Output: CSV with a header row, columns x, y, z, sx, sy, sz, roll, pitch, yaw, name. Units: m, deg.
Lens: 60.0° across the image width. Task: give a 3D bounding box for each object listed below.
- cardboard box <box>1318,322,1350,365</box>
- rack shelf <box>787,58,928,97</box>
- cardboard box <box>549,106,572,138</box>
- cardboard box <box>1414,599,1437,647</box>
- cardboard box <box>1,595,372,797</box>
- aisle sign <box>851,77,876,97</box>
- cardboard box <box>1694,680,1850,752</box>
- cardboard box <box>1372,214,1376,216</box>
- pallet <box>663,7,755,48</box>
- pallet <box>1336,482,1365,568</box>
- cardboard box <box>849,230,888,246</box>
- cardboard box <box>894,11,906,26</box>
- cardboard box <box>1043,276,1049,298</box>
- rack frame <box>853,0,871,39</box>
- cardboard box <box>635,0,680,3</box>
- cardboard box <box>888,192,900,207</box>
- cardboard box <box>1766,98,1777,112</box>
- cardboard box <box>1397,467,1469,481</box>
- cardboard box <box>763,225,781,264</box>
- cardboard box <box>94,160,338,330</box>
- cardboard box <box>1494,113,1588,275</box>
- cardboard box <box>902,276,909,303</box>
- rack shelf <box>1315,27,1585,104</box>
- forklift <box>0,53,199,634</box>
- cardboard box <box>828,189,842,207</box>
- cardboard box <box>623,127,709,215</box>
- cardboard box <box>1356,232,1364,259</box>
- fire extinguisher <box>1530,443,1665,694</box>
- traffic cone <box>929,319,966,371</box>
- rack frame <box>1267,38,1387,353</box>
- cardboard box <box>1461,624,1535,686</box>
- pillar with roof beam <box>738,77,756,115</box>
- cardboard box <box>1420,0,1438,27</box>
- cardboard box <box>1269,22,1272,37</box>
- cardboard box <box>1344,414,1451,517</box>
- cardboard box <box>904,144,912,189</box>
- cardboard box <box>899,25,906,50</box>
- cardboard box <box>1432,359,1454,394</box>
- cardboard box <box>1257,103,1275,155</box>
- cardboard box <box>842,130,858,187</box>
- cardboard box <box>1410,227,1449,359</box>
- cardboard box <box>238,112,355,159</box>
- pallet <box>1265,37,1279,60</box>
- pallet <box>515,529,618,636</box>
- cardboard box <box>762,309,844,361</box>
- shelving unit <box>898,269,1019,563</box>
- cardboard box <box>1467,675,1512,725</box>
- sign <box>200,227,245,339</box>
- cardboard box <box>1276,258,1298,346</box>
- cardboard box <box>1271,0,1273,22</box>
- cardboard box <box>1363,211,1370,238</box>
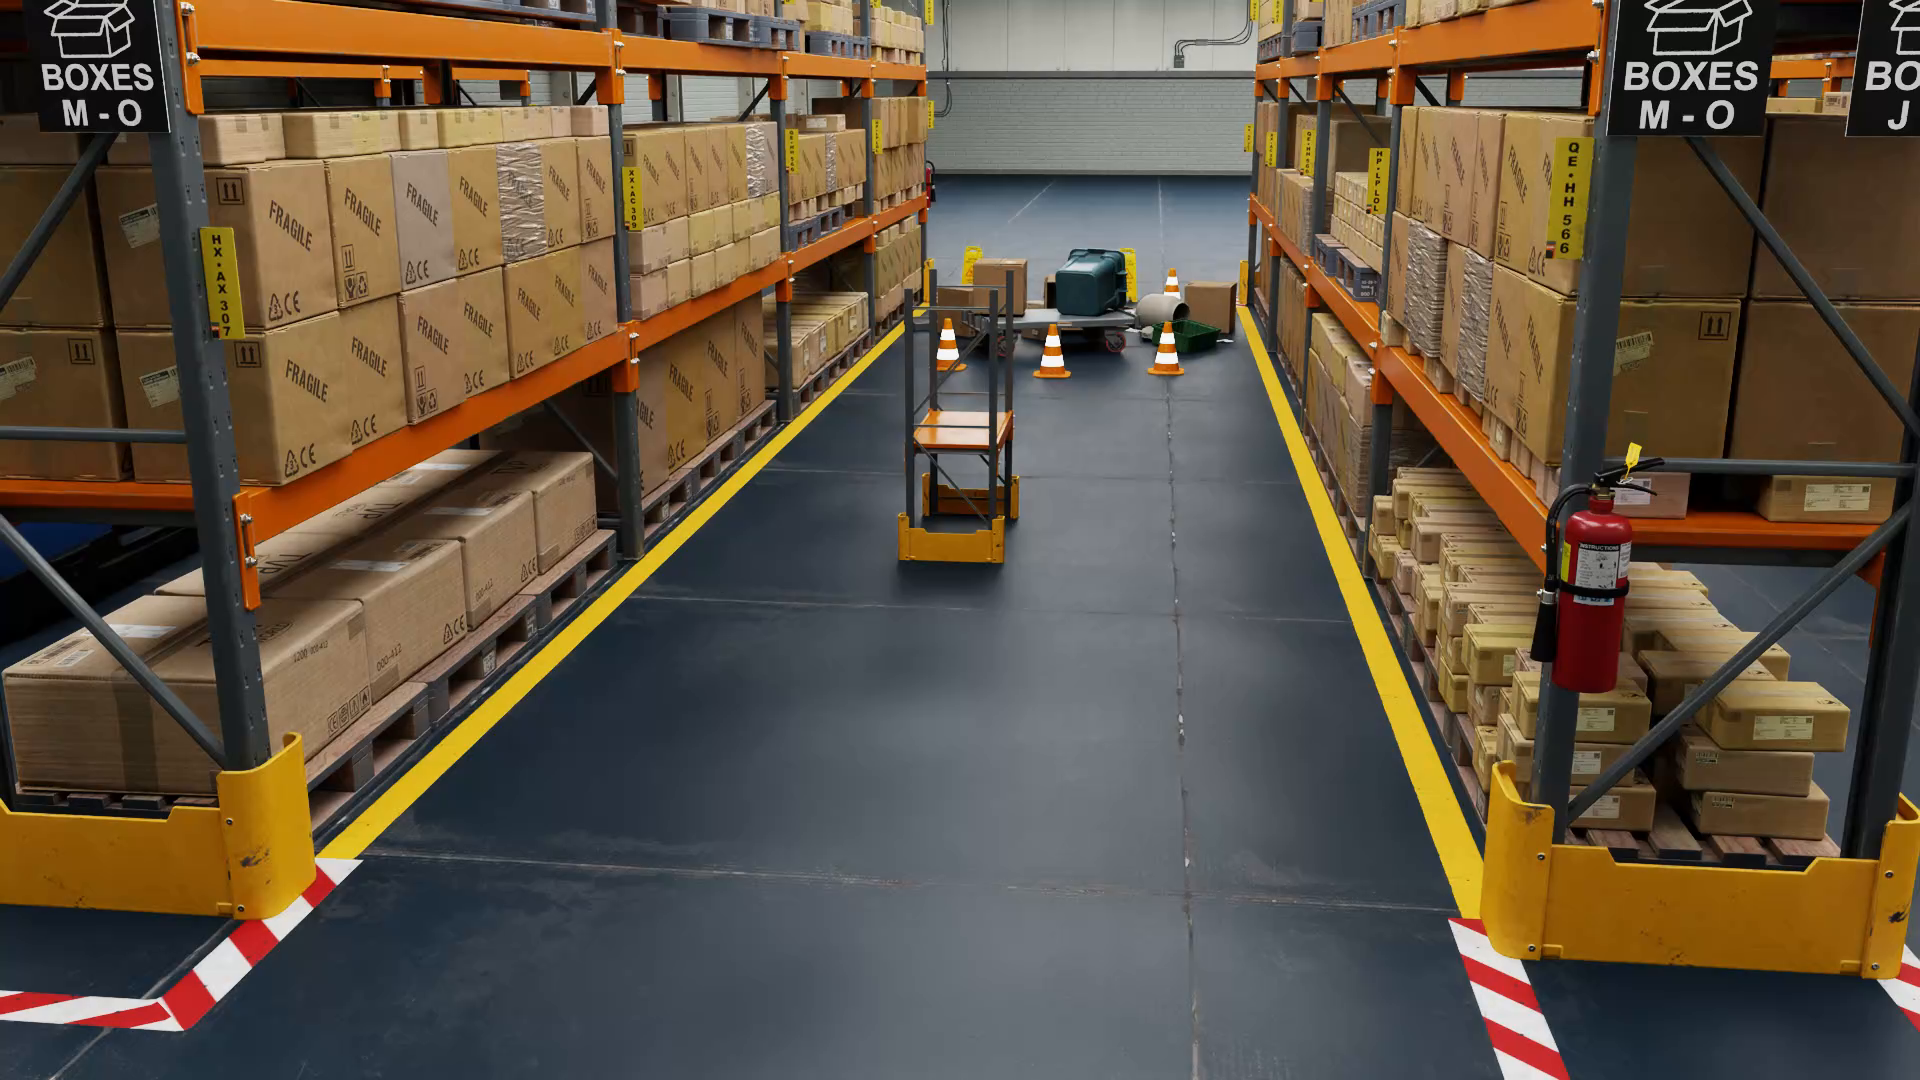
x,y,z,sx,sy,sz,roll,pitch,yaw,name
2.736,-1.326,11.368,0.500,0.250,0.500,2,15,6,cardboard box
-1.142,-5.048,18.215,1.077,0.370,4.000,2,15,6,rack shelf
-2.126,-2.043,8.122,0.380,0.149,0.250,2,15,8,cardboard box
2.193,0.362,7.233,0.380,0.149,0.250,1,15,5,cardboard box
-2.746,0.544,6.008,0.875,0.438,0.875,1,15,4,cardboard box
-1.217,-5.746,20.185,0.394,0.787,0.004,2,15,6,aisle sign
2.605,0.564,5.347,0.380,0.149,0.250,1,15,4,cardboard box
2.632,-1.981,9.778,0.380,0.149,0.250,1,15,4,cardboard box
-1.962,-3.289,10.695,1.003,0.211,1.213,2,15,9,pallet
2.746,-0.090,9.590,1.003,0.211,1.213,2,15,6,pallet
-0.959,-3.155,17.366,0.380,0.149,0.250,2,15,7,cardboard box
-0.800,-5.682,18.137,0.380,0.149,0.250,2,15,8,cardboard box
1.401,-2.731,18.797,0.797,0.503,0.637,-10,18,-32,cardboard box
-1.367,-6.324,15.811,1.000,3.000,0.127,2,15,6,rack frame
-1.882,-3.273,9.276,0.500,0.500,0.500,1,15,5,cardboard box
-0.859,-3.711,18.120,0.380,0.149,0.250,2,15,7,cardboard box
8.369,-4.195,16.753,0.500,0.500,0.500,2,15,6,cardboard box
2.415,-0.264,8.411,0.380,0.149,0.250,2,15,9,cardboard box
-1.618,-2.180,12.264,0.500,0.250,0.500,1,15,4,cardboard box
-2.384,-0.963,5.370,0.500,0.500,0.500,1,15,5,cardboard box
2.070,-1.128,5.412,0.500,0.500,0.500,1,15,4,cardboard box
-0.860,-2.854,18.932,0.500,0.250,0.500,1,15,4,cardboard box
2.886,-2.853,10.100,1.077,0.370,4.000,2,15,6,rack shelf
-4.897,-1.292,8.824,1.130,2.935,3.031,1,15,4,forklift
-1.280,-3.104,15.072,0.380,0.149,0.250,2,15,6,cardboard box
-1.846,-2.253,10.140,0.500,0.500,0.500,1,15,5,cardboard box
2.682,-1.831,10.365,0.380,0.149,0.250,1,15,4,cardboard box
1.721,0.073,4.510,0.296,0.674,0.183,2,15,6,fire extinguisher
-0.116,-1.841,15.584,0.336,0.463,0.334,2,15,6,traffic cone
3.563,-3.309,16.152,1.000,3.000,0.127,2,15,6,rack frame
2.005,0.411,5.914,0.380,0.149,0.250,1,15,5,cardboard box
-0.514,-11.895,36.412,9.100,9.000,0.400,2,15,6,pillar with roof beam
2.298,-2.367,7.210,0.500,0.250,0.500,1,15,5,cardboard box
3.428,-5.321,17.332,0.380,0.149,0.250,2,15,6,cardboard box
2.493,-0.429,9.488,0.500,0.500,0.500,1,15,5,cardboard box
-0.824,-4.249,18.869,0.500,0.500,0.500,2,15,6,cardboard box
-0.872,-5.448,18.035,0.500,0.250,0.500,2,15,7,cardboard box
2.202,-0.706,7.007,0.380,0.149,0.250,2,15,9,cardboard box
3.765,-4.558,18.417,0.875,0.550,0.550,2,15,6,cardboard box
-1.246,-3.568,15.544,0.500,0.500,0.500,2,15,7,cardboard box
2.212,-1.047,7.025,0.500,0.500,0.500,1,15,5,cardboard box
-2.304,-1.378,5.663,0.380,0.149,0.250,2,15,8,cardboard box
3.805,-5.241,17.723,1.003,0.211,1.213,2,15,6,pallet
-2.434,0.187,8.564,1.003,0.211,1.213,2,15,6,pallet
-1.578,-1.860,15.022,0.950,0.372,0.625,2,15,8,cardboard box
0.009,-0.744,9.539,0.587,1.500,1.083,2,15,6,shelving unit
2.041,0.553,5.957,0.380,0.149,0.250,1,15,4,cardboard box
-2.171,-0.754,4.895,0.100,0.325,0.005,2,15,6,sign
3.582,-2.262,15.786,1.050,0.750,0.750,2,15,6,cardboard box
3.479,-5.475,17.138,0.500,0.250,0.500,2,15,6,cardboard box
2.654,-1.910,10.086,0.380,0.149,0.250,2,15,7,cardboard box
